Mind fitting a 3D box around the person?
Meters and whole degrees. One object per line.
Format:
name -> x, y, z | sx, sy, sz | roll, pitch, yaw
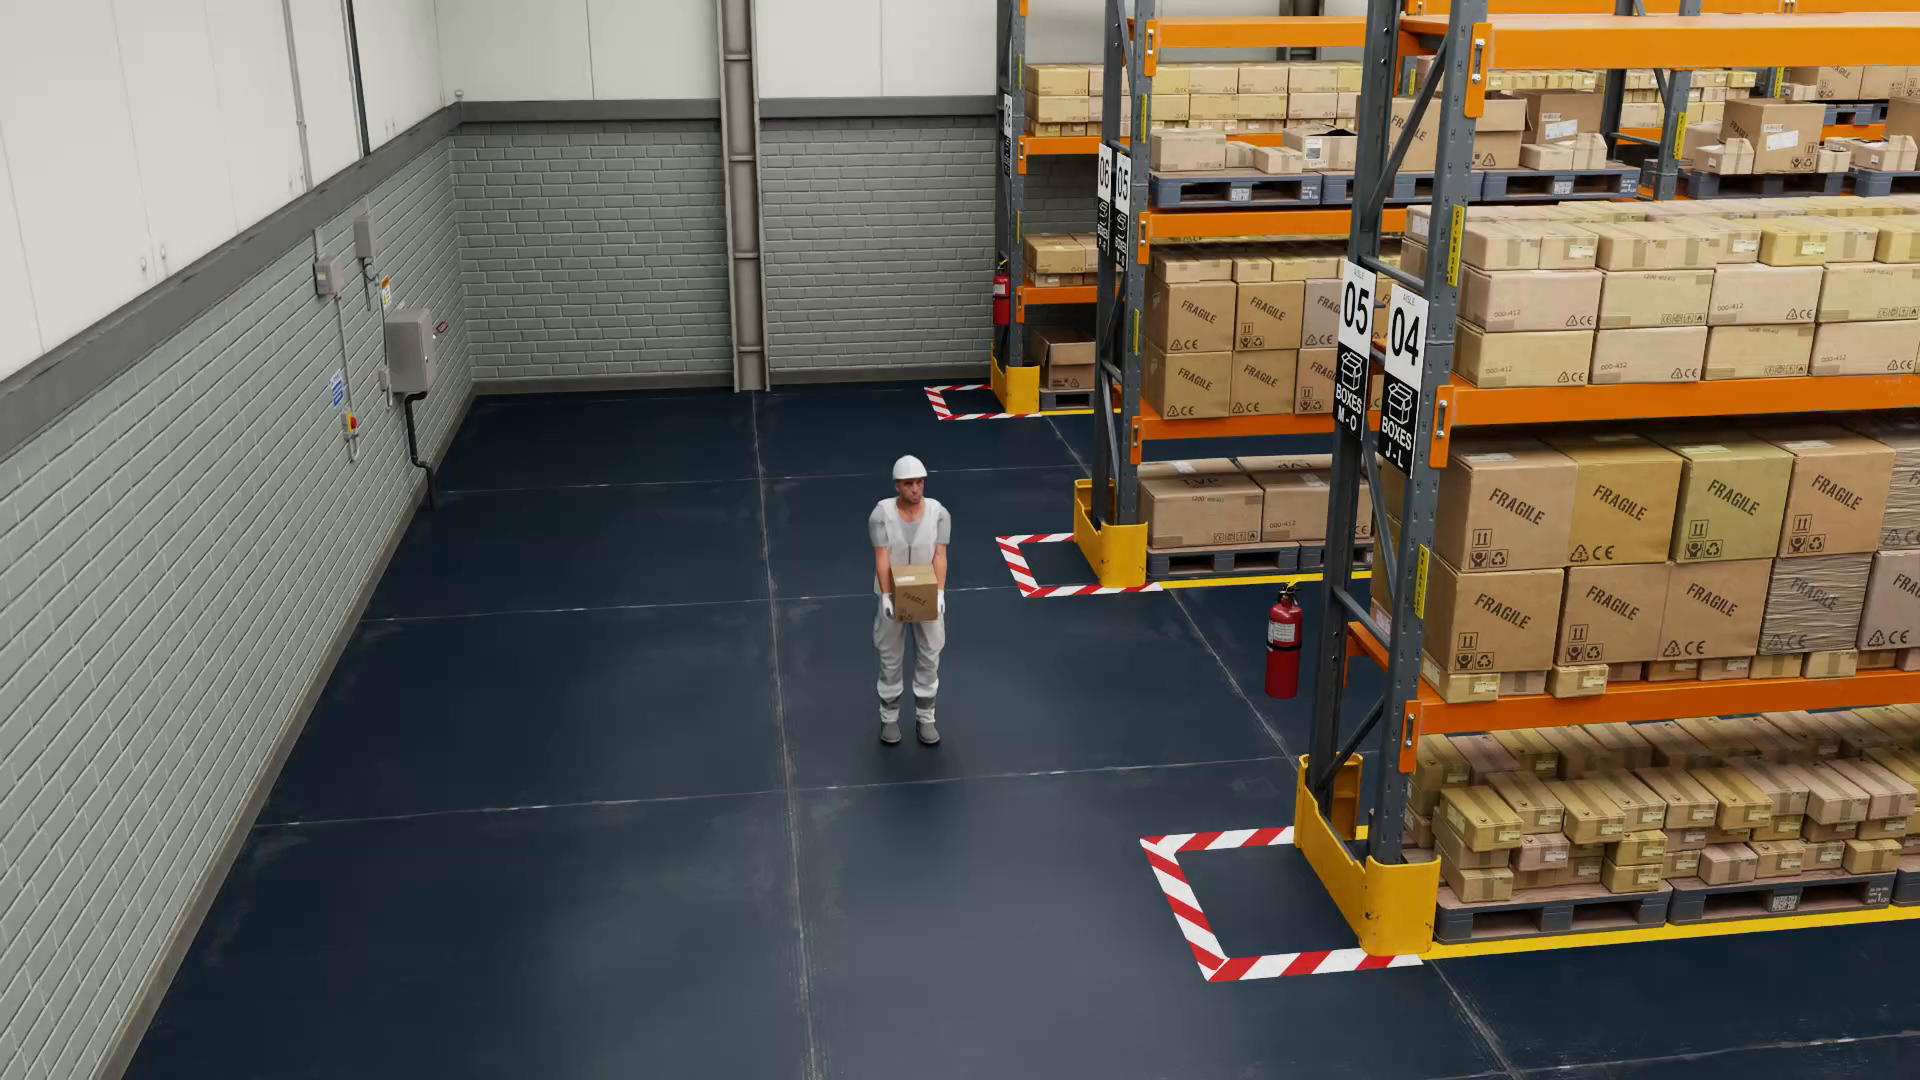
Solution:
person -> -0.286, 0.382, 9.977 | 0.495, 1.787, 0.553 | -3, 20, -8
